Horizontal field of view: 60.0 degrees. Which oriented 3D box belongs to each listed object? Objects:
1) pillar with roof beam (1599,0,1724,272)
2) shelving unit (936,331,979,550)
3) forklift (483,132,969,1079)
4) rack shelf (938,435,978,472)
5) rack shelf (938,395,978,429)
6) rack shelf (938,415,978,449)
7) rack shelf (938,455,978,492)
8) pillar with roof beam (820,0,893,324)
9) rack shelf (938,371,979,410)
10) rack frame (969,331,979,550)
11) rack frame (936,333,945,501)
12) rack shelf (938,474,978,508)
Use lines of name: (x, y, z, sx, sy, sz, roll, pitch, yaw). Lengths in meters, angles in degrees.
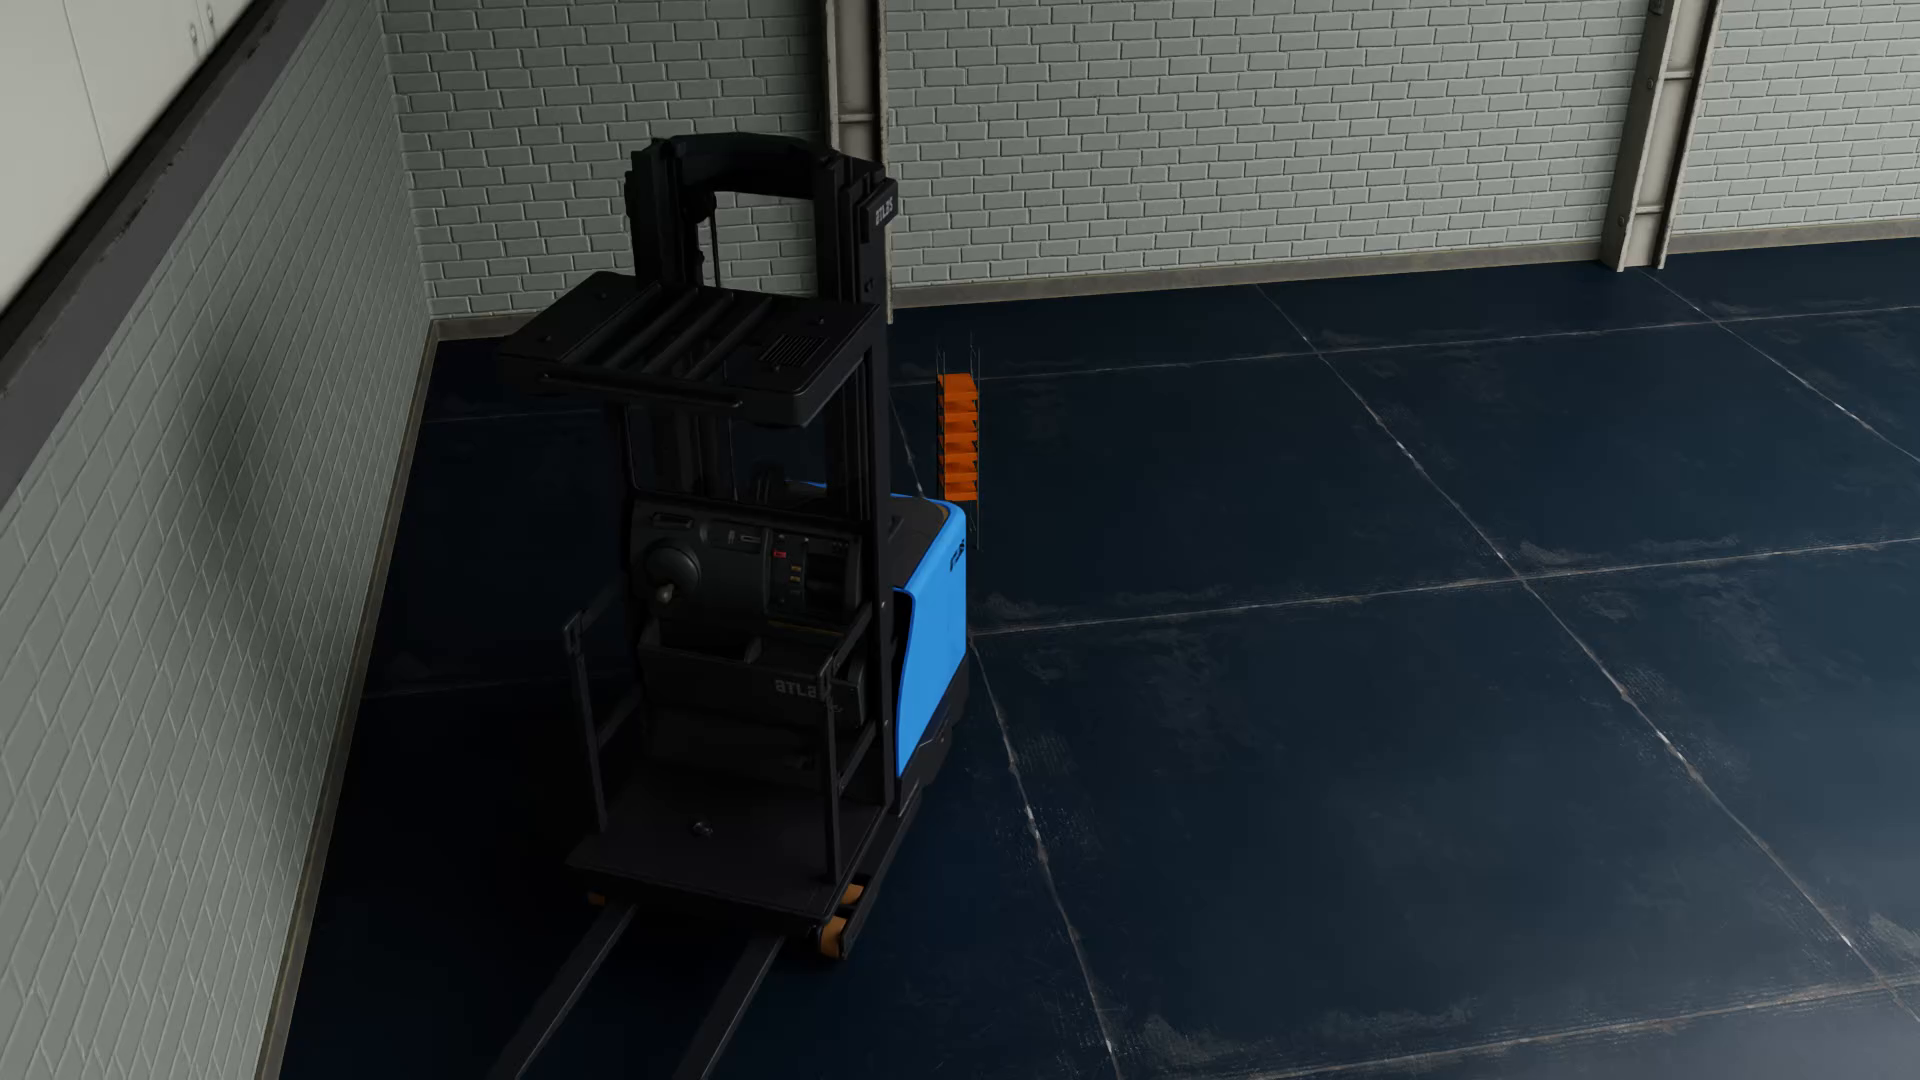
pillar with roof beam: (5.976, -3.883, 6.976, 0.400, 9.000, 9.100, -5, 31, -9)
shelving unit: (-0.014, -0.516, 8.944, 0.189, 1.200, 0.258, -5, 31, -9)
forklift: (-0.875, 0.141, 6.119, 1.130, 2.935, 3.031, 9, 32, 15)
rack shelf: (-0.014, -0.478, 8.966, 0.180, 0.103, 0.258, -5, 31, -9)
rack shelf: (-0.014, -0.684, 8.845, 0.180, 0.103, 0.258, -5, 31, -9)
rack shelf: (-0.014, -0.581, 8.905, 0.180, 0.103, 0.258, -5, 31, -9)
rack shelf: (-0.014, -0.374, 9.027, 0.180, 0.103, 0.258, -5, 31, -9)
pillar with roof beam: (0.075, -3.336, 6.045, 0.400, 9.000, 9.100, -5, 31, -9)
rack shelf: (-0.014, -0.788, 8.784, 0.180, 0.103, 0.258, -5, 31, -9)
rack frame: (0.076, -0.524, 8.958, 0.006, 1.200, 0.240, -5, 31, -9)
rack frame: (-0.104, -0.508, 8.929, 0.006, 1.200, 0.240, -5, 31, -9)
rack shelf: (-0.014, -0.271, 9.088, 0.180, 0.103, 0.258, -5, 31, -9)
